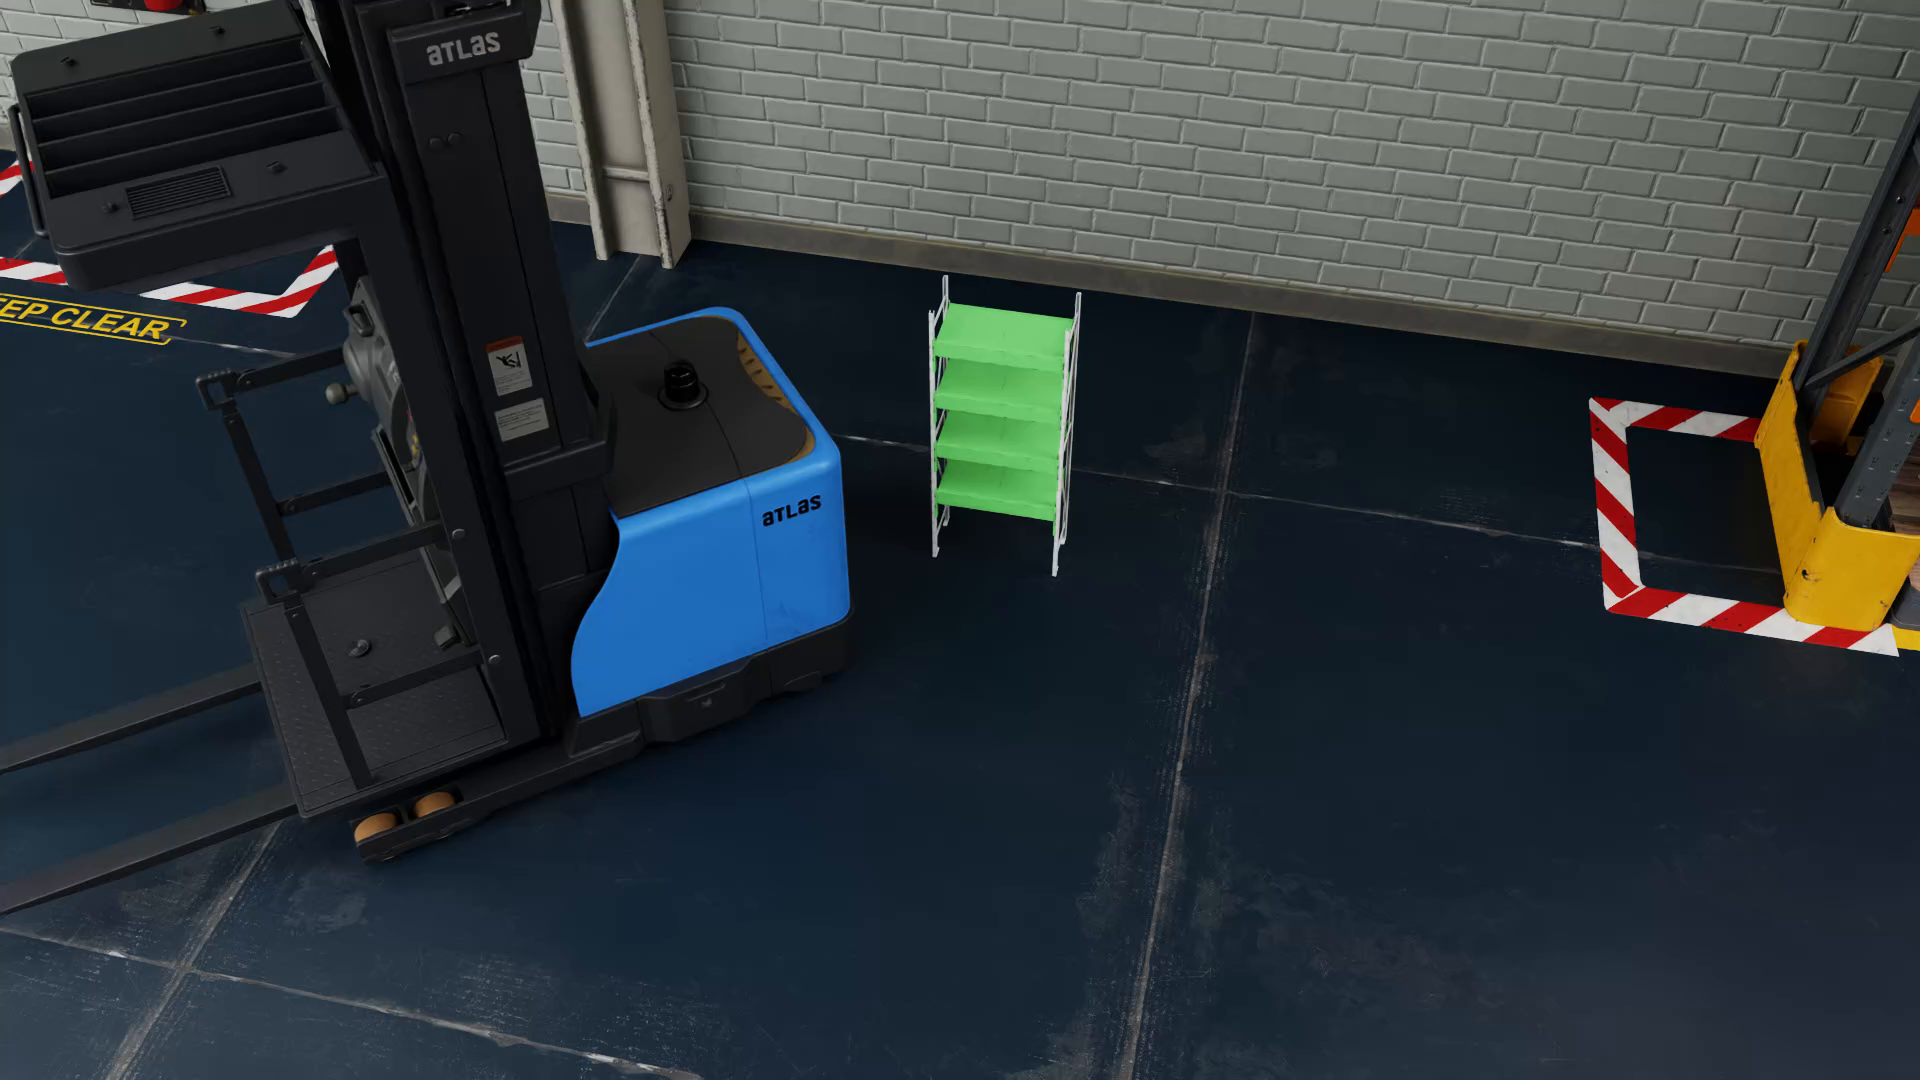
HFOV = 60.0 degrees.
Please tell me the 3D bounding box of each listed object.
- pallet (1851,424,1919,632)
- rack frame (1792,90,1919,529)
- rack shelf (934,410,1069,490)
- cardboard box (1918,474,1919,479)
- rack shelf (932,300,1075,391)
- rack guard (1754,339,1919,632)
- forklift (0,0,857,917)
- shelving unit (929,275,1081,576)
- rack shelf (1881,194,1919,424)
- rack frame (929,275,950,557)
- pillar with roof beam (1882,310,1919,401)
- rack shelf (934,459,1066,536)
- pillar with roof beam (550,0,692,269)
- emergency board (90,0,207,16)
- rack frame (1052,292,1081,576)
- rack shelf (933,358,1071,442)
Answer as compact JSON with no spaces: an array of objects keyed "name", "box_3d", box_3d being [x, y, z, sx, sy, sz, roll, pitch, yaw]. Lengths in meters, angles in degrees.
[{"name":"pallet","box_3d":[4.280,0.012,6.585,1.213,0.211,1.003,9,45,9]},{"name":"rack frame","box_3d":[3.421,-1.151,5.783,0.127,3.000,1.000,9,45,9]},{"name":"rack shelf","box_3d":[0.162,-0.361,6.352,0.480,0.148,0.258,9,45,9]},{"name":"cardboard box","box_3d":[4.076,-0.175,6.391,0.500,0.311,0.500,4,44,4]},{"name":"rack shelf","box_3d":[0.162,-0.707,6.019,0.480,0.148,0.258,9,45,9]},{"name":"rack guard","box_3d":[3.495,-0.239,6.638,0.348,0.500,1.175,9,45,9]},{"name":"forklift","box_3d":[-1.932,-0.393,5.044,3.031,2.935,1.130,-20,47,-20]},{"name":"shelving unit","box_3d":[0.162,-0.407,6.308,0.503,1.200,0.258,9,45,9]},{"name":"rack shelf","box_3d":[5.372,-0.589,5.718,4.000,0.370,1.077,9,45,9]},{"name":"rack frame","box_3d":[-0.077,-0.444,6.346,0.015,1.200,0.240,9,45,9]},{"name":"pillar with roof beam","box_3d":[3.353,-0.879,1.174,0.400,9.000,9.100,9,45,9]},{"name":"rack shelf","box_3d":[0.162,-0.188,6.519,0.480,0.148,0.258,9,45,9]},{"name":"pillar with roof beam","box_3d":[-2.503,-1.787,2.118,0.400,9.000,9.100,9,45,9]},{"name":"emergency board","box_3d":[-3.966,-2.939,7.641,0.643,1.169,0.194,9,45,9]},{"name":"rack frame","box_3d":[0.400,-0.370,6.270,0.015,1.200,0.240,9,45,9]},{"name":"rack shelf","box_3d":[0.162,-0.534,6.186,0.480,0.148,0.258,9,45,9]}]
